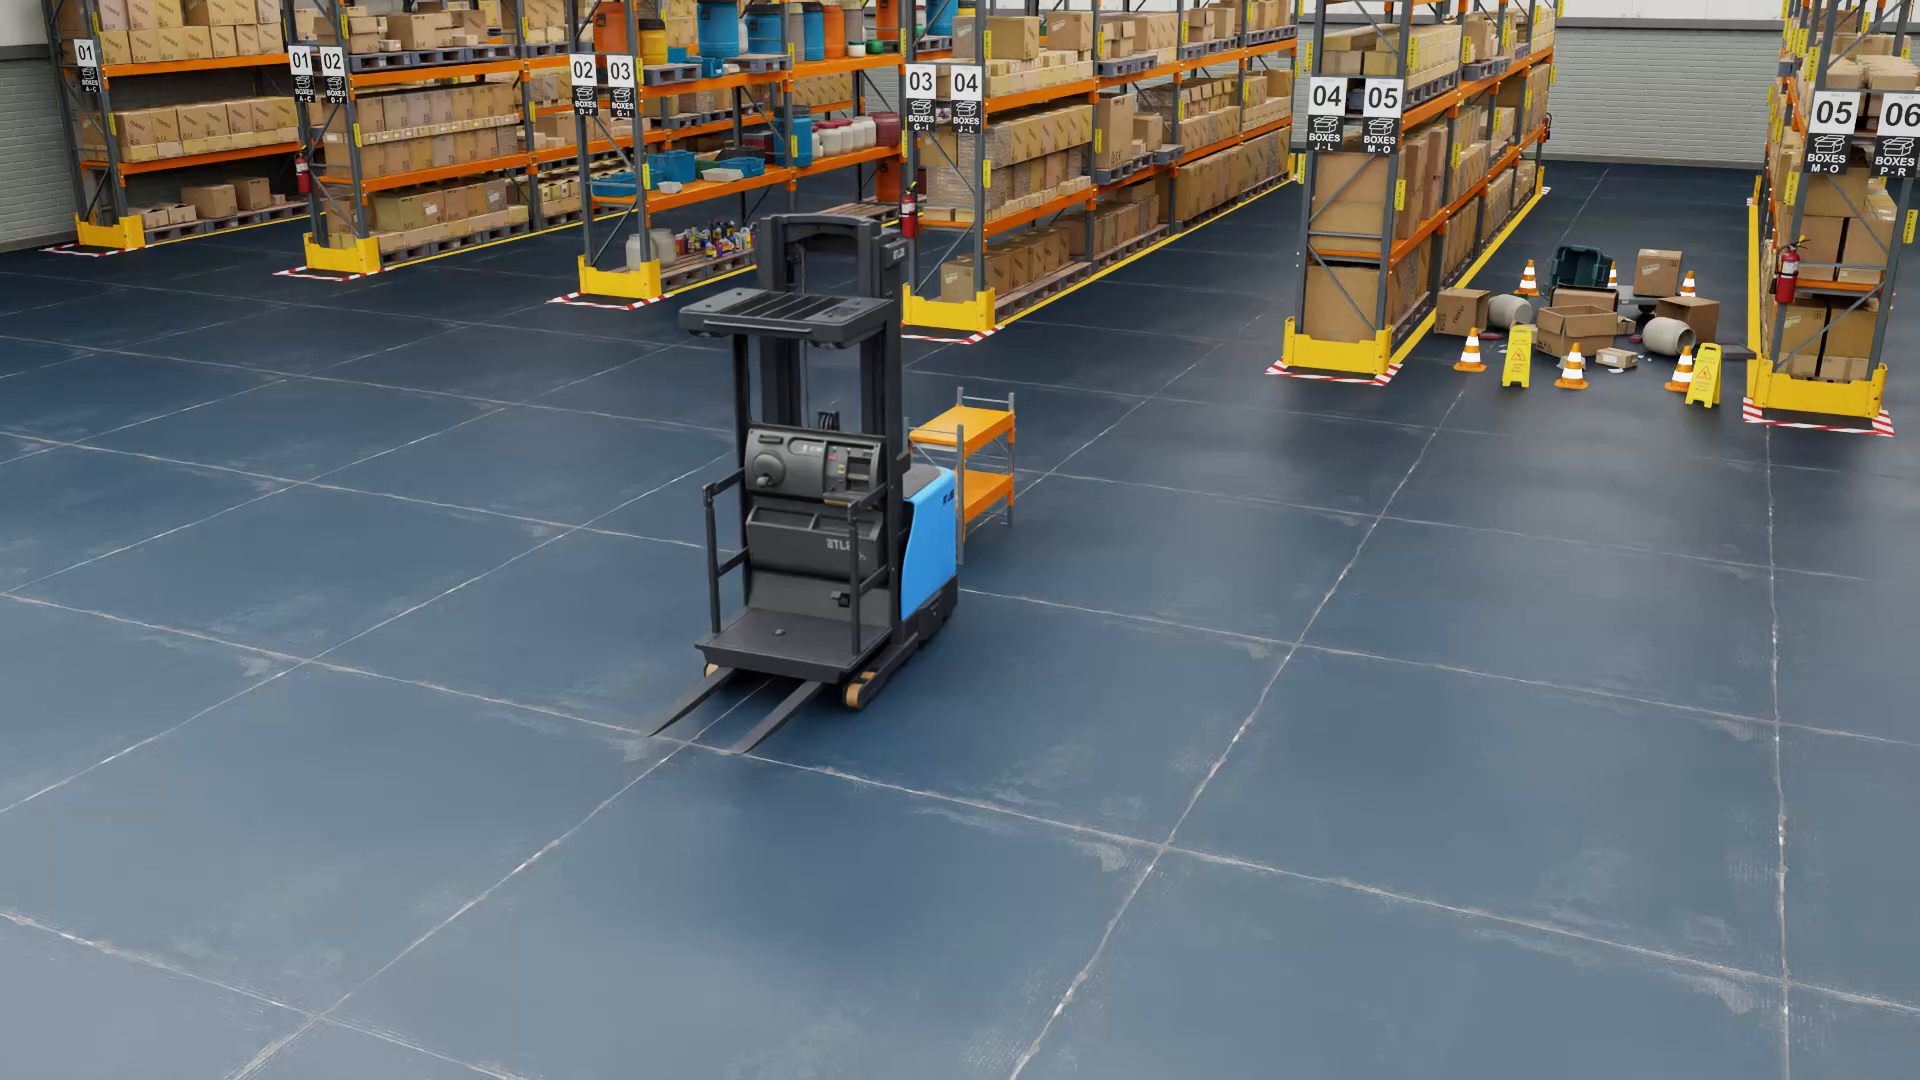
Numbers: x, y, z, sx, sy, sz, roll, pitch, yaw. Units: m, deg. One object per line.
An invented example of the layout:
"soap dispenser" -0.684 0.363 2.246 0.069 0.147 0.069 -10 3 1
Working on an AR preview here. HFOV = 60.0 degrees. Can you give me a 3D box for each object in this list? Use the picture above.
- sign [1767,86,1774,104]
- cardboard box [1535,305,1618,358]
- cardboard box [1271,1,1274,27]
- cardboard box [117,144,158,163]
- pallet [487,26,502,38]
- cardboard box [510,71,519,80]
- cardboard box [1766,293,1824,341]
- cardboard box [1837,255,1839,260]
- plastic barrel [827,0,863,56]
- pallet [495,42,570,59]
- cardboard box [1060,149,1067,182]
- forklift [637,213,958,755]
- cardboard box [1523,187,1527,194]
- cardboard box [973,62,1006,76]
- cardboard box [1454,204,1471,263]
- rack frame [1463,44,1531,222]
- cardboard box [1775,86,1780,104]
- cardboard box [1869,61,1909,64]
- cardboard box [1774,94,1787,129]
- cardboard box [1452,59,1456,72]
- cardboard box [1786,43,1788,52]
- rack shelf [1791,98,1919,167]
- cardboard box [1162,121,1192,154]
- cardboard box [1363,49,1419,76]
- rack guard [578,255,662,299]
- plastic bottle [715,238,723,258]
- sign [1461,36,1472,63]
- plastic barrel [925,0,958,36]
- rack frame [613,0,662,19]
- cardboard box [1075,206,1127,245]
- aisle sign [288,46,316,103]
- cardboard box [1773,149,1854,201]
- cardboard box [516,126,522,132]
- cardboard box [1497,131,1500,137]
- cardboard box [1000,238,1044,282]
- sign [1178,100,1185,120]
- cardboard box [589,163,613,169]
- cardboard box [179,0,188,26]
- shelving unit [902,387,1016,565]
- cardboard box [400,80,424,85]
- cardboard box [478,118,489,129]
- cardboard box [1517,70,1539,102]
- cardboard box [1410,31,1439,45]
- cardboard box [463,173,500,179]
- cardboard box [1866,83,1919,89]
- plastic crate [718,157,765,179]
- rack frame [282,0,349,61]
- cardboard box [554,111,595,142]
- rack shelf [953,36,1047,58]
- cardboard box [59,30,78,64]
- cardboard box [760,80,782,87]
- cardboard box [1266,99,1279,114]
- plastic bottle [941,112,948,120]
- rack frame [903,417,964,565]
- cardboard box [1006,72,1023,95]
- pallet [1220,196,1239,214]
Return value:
"sign" 14.916 -8.175 30.569 0.100 0.325 0.005 9 21 23
"cardboard box" 7.277 -2.469 19.660 0.797 0.503 0.637 -5 20 -15
"cardboard box" 5.706 -10.230 32.357 0.700 0.500 0.500 7 21 19
"cardboard box" -13.241 -6.204 26.630 0.500 0.250 0.500 8 21 21
"pallet" -9.784 -10.476 34.253 1.003 0.211 1.213 10 22 25
"cardboard box" -9.409 -9.733 34.618 0.500 0.250 0.500 8 21 22
"cardboard box" 9.168 -2.457 18.259 0.500 0.500 0.500 9 22 25
"cardboard box" 9.743 -3.111 18.114 0.380 0.149 0.250 9 22 25
"plastic barrel" -1.950 -8.674 28.157 0.600 0.901 0.600 0 20 0
"pallet" -7.222 -8.298 28.134 0.805 0.209 1.217 8 21 21
"cardboard box" 0.987 -5.253 23.171 0.875 0.500 0.500 9 21 23
"forklift" -1.016 -0.472 10.421 1.130 2.935 3.031 7 21 20
"cardboard box" 10.370 -6.559 31.063 0.380 0.149 0.250 9 21 24
"cardboard box" 0.345 -5.769 20.367 0.380 0.149 0.250 9 21 24
"cardboard box" 6.900 -4.551 24.519 1.050 0.750 0.750 9 21 24
"rack frame" 9.224 -7.077 28.893 1.000 3.000 0.127 9 21 23
"cardboard box" 14.138 -7.440 28.272 0.500 0.500 0.500 9 21 23
"cardboard box" 10.105 -5.121 18.101 0.380 0.149 0.250 9 21 23
"cardboard box" 13.339 -6.852 26.618 0.500 0.500 0.500 9 21 23
"cardboard box" 5.988 -5.939 20.815 0.380 0.149 0.250 9 21 24
"cardboard box" 12.944 -7.591 25.583 0.380 0.166 0.250 7 21 19
"rack shelf" 9.687 -4.446 18.092 1.077 0.370 4.000 9 21 23
"cardboard box" 3.550 -6.724 27.751 0.500 0.500 0.500 9 22 24
"cardboard box" 4.742 -5.249 18.279 0.500 0.250 0.500 9 21 23
"rack guard" -4.704 -3.652 22.991 1.175 0.500 0.348 9 21 23
"plastic bottle" -3.556 -4.306 24.496 0.061 0.283 0.133 9 21 24
"sign" 6.455 -6.250 21.201 0.100 0.325 0.005 9 21 23
"plastic barrel" -0.338 -9.773 30.621 0.600 0.901 0.708 9 21 23
"rack frame" -5.934 -10.753 30.275 1.000 3.000 0.127 9 21 23
"cardboard box" 2.177 -4.872 25.765 0.700 0.500 0.500 7 21 18
"aisle sign" -9.504 -6.726 24.025 0.394 0.787 0.004 9 21 23
"cardboard box" 9.207 -3.929 17.954 0.700 0.500 0.500 8 21 22
"cardboard box" -9.669 -8.264 34.810 0.750 0.750 0.750 8 21 22
"cardboard box" 8.493 -6.588 26.822 0.380 0.149 0.250 8 21 22
"cardboard box" 0.854 -3.870 22.977 0.500 0.500 0.500 7 21 18
"sign" 3.601 -7.003 27.073 0.100 0.325 0.005 9 21 23
"cardboard box" -6.623 -6.811 30.785 0.500 0.311 0.500 8 21 21
"cardboard box" -13.144 -8.737 27.411 0.500 0.500 0.500 9 21 23
"shelving unit" 0.003 -0.532 13.286 0.538 1.125 1.048 9 21 23
"cardboard box" -10.687 -8.955 32.399 0.380 0.149 0.250 5 20 14
"cardboard box" -7.802 -6.708 26.736 0.380 0.149 0.250 9 21 23
"cardboard box" 10.064 -8.150 29.825 0.500 0.500 0.500 9 21 24
"cardboard box" 5.363 -5.850 19.373 0.380 0.149 0.250 9 21 23
"cardboard box" -8.047 -5.860 27.829 0.500 0.500 0.500 9 21 23
"cardboard box" 9.532 -4.513 16.986 0.500 0.250 0.500 8 21 22
"plastic crate" -3.260 -5.577 24.896 0.499 0.251 0.616 9 21 23
"rack frame" -9.210 -8.307 23.398 1.000 3.000 0.127 9 21 23
"cardboard box" -6.821 -7.297 29.362 0.500 0.500 0.500 9 21 23
"rack shelf" 1.041 -10.154 34.141 1.077 0.370 4.000 9 21 23
"cardboard box" -13.791 -7.791 26.245 0.500 0.500 0.500 10 22 27
"cardboard box" -3.846 -9.773 34.831 0.500 0.500 0.500 9 22 24
"cardboard box" 6.006 -8.586 32.914 0.500 0.250 0.500 8 21 21
"plastic bottle" -0.307 -7.782 30.949 0.144 0.351 0.185 9 21 23
"rack frame" -0.205 -0.377 12.849 0.500 1.125 0.032 9 21 23
"cardboard box" 0.465 -5.733 20.861 0.500 0.250 0.500 8 21 21
"pallet" 4.493 -6.229 30.668 1.003 0.211 1.213 9 21 23
